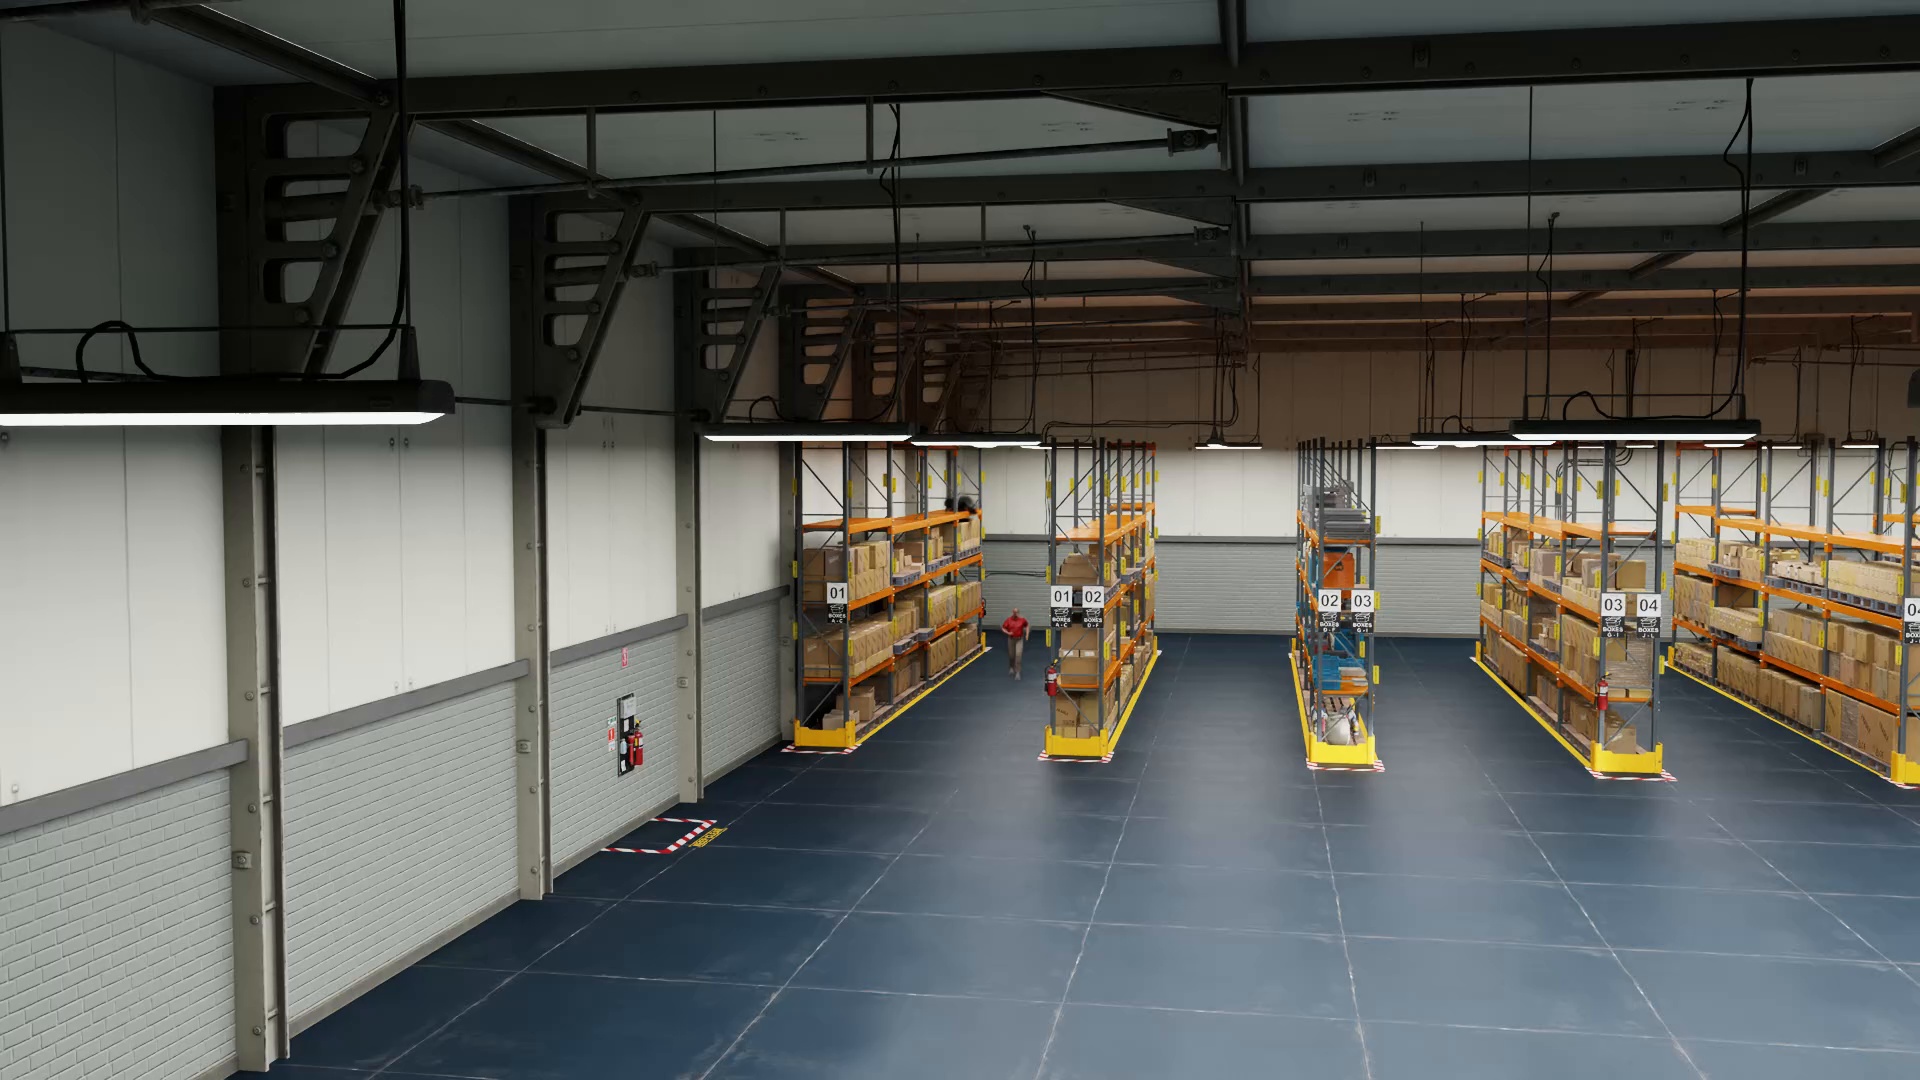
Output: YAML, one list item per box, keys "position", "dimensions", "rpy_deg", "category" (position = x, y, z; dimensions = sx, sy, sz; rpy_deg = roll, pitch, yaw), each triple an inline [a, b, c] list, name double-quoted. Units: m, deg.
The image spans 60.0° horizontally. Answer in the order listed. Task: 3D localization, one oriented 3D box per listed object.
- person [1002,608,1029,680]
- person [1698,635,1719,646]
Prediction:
- position: [1.391, 2.573, 41.649]
  dimensions: [0.683, 1.763, 0.872]
  rpy_deg: [0, 3, 3]
  category: "person"
- position: [20.466, 2.530, 45.465]
  dimensions: [0.593, 1.636, 0.659]
  rpy_deg: [-3, 4, -42]
  category: "person"
